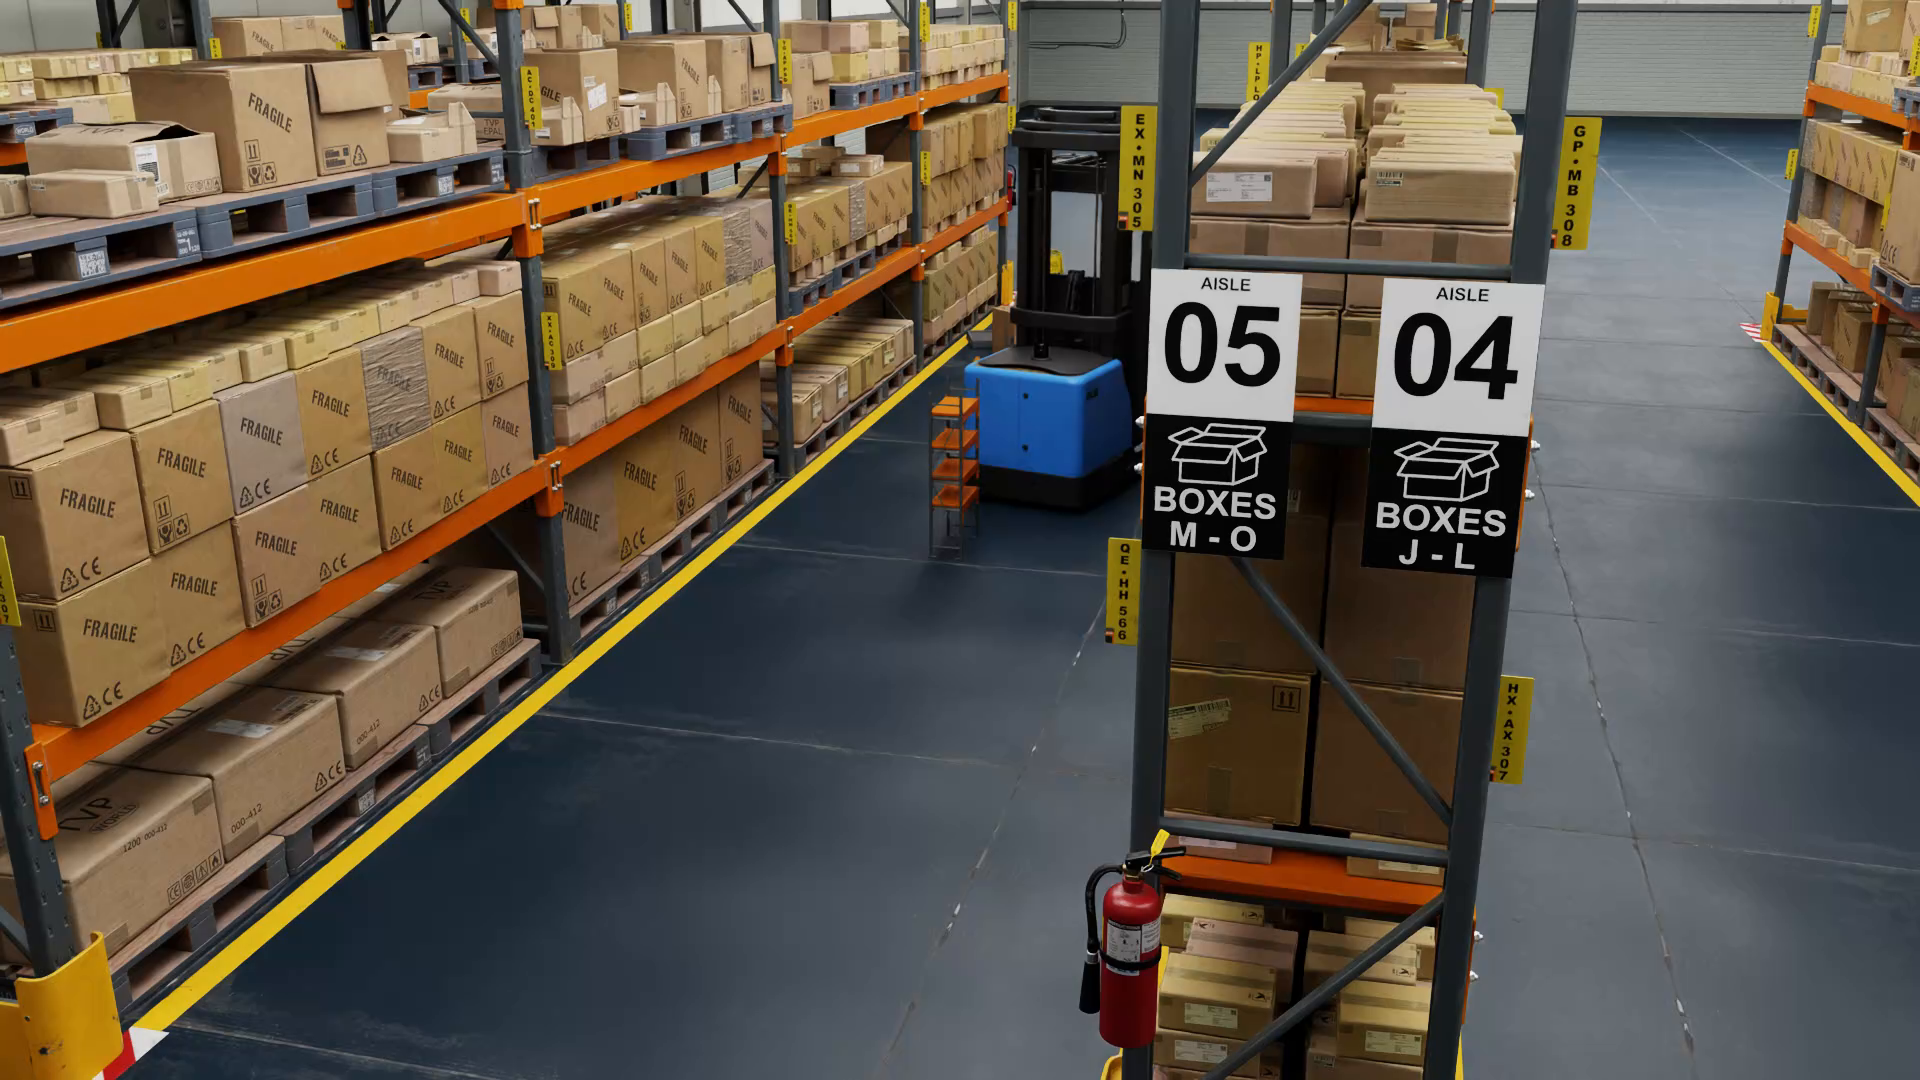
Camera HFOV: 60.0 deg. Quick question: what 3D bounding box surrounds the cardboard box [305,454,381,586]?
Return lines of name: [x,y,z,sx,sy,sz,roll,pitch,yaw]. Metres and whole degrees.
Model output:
cardboard box: [-3.076,-0.112,7.721,0.500,0.500,0.500,5,20,15]

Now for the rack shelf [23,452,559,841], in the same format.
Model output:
rack shelf: [-3.327,0.253,7.918,1.077,0.370,4.000,5,19,13]

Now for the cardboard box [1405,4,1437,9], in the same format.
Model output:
cardboard box: [5.040,-5.749,18.088,0.380,0.149,0.250,5,19,14]

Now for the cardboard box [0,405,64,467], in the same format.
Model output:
cardboard box: [-3.461,-0.377,5.946,0.380,0.149,0.250,5,20,15]

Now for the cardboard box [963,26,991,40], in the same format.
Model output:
cardboard box: [0.152,-5.864,19.231,0.380,0.149,0.250,4,19,13]

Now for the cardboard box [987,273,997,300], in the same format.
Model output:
cardboard box: [0.151,-3.090,20.199,0.500,0.250,0.500,5,19,13]

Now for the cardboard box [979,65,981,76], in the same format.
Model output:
cardboard box: [0.024,-5.406,19.123,0.380,0.149,0.250,5,19,14]

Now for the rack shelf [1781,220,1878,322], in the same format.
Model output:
rack shelf: [9.214,-2.725,16.638,1.077,0.370,4.000,5,19,13]

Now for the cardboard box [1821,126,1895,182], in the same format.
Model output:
cardboard box: [9.055,-3.890,16.773,0.500,0.500,0.500,5,19,13]

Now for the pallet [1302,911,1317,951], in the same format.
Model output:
pallet: [1.560,1.562,7.288,1.003,0.211,1.213,5,19,13]

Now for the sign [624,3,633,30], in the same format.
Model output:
sign: [-4.198,-6.620,21.040,0.100,0.325,0.005,5,19,13]

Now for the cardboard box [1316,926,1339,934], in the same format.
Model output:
cardboard box: [1.625,1.585,6.668,0.380,0.149,0.250,5,19,14]

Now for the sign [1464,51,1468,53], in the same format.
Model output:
sign: [3.489,-3.229,11.560,0.100,0.325,0.005,5,19,13]

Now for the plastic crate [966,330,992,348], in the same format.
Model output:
plastic crate: [0.295,-2.267,18.701,0.402,0.080,0.583,-2,19,-6]

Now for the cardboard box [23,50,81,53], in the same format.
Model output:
cardboard box: [-7.183,-3.788,13.153,0.380,0.149,0.250,5,19,13]

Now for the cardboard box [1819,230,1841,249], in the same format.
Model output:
cardboard box: [8.942,-3.041,16.838,0.380,0.149,0.250,5,19,13]

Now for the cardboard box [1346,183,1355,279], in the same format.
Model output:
cardboard box: [0.998,-1.011,5.324,0.500,0.250,0.500,4,19,12]

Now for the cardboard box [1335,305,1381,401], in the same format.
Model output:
cardboard box: [1.366,-0.570,4.807,0.500,0.250,0.500,5,20,15]

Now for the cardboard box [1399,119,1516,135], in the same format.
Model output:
cardboard box: [1.703,-1.356,5.719,0.380,0.149,0.250,5,20,15]

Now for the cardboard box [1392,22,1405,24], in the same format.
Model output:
cardboard box: [4.576,-5.045,16.644,0.500,0.250,0.500,4,19,13]

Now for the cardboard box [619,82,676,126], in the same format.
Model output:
cardboard box: [-2.053,-2.814,10.702,0.396,0.266,0.258,6,20,18]

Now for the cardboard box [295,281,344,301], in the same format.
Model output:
cardboard box: [-3.356,-1.225,8.428,0.380,0.149,0.250,5,19,13]

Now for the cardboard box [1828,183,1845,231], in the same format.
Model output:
cardboard box: [9.372,-3.391,16.859,0.875,0.500,0.500,5,19,13]

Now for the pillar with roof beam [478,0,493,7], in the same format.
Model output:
pillar with roof beam: [-1.590,-7.218,19.397,9.100,9.000,0.400,5,19,13]

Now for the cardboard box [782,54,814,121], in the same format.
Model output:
cardboard box: [-1.620,-3.731,13.674,0.700,0.500,0.500,5,19,13]

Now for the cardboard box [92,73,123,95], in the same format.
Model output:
cardboard box: [-6.718,-3.524,12.839,0.380,0.149,0.250,5,19,13]

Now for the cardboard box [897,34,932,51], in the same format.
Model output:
cardboard box: [-0.490,-4.972,16.619,0.380,0.149,0.250,4,19,12]

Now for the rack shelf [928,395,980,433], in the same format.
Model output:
rack shelf: [-0.040,-0.888,11.715,0.258,0.148,0.480,5,19,13]

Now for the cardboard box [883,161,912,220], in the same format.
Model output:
cardboard box: [-0.774,-3.445,16.369,0.500,0.500,0.500,4,19,12]

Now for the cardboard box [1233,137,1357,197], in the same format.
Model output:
cardboard box: [1.022,-1.152,5.121,0.380,0.149,0.250,4,19,12]

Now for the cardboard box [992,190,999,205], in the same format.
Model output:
cardboard box: [0.255,-4.134,20.039,0.380,0.149,0.250,4,19,13]

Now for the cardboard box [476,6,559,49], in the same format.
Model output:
cardboard box: [-5.120,-5.929,19.300,0.797,0.503,0.637,5,20,15]

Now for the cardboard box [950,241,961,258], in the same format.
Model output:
cardboard box: [-0.202,-3.225,18.428,0.380,0.149,0.250,6,20,17]

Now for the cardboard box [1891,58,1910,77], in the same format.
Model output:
cardboard box: [8.656,-4.263,15.001,0.380,0.149,0.250,4,19,11]

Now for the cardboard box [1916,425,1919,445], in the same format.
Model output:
cardboard box: [8.284,-0.950,13.514,0.700,0.500,0.500,3,19,9]

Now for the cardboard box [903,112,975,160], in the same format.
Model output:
cardboard box: [-0.232,-4.488,18.523,0.700,0.500,0.500,5,19,13]

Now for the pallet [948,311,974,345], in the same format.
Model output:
pallet: [-0.458,-2.499,19.176,1.003,0.211,1.213,5,19,13]

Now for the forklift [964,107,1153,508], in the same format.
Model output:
forklift: [1.147,-2.063,13.692,1.130,2.935,3.031,10,21,26]

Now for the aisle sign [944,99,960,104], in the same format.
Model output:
aisle sign: [-0.192,-5.749,20.357,0.394,0.787,0.004,5,19,13]

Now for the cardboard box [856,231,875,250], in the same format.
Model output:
cardboard box: [-1.005,-2.800,15.482,0.380,0.149,0.250,5,19,13]

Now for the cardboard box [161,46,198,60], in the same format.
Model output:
cardboard box: [-6.747,-4.200,14.631,0.500,0.250,0.500,5,19,13]

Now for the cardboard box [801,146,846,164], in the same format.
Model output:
cardboard box: [-1.342,-3.796,16.391,0.380,0.149,0.250,5,19,13]

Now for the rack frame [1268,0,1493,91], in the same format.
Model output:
rack frame: [1.986,-3.194,7.616,1.000,3.000,0.127,5,19,13]

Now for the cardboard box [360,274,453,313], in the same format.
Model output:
cardboard box: [-2.845,-1.268,8.555,0.380,0.149,0.250,5,19,13]

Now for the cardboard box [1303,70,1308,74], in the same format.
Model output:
cardboard box: [2.566,-2.917,11.292,0.500,0.500,0.500,5,19,13]

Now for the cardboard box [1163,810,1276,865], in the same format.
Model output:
cardboard box: [0.814,0.893,5.320,0.380,0.149,0.250,5,19,13]

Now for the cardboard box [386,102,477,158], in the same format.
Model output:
cardboard box: [-2.684,-2.090,8.430,0.396,0.266,0.258,5,20,15]

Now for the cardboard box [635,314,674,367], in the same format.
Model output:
cardboard box: [-2.208,-1.317,10.861,0.500,0.250,0.500,5,19,14]

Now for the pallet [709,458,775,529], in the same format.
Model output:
pallet: [-2.127,-0.407,13.052,1.003,0.211,1.213,5,19,13]

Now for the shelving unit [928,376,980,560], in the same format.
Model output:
shelving unit: [-0.040,-0.516,11.842,0.258,1.200,0.503,5,19,13]

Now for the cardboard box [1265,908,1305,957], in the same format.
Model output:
cardboard box: [1.152,1.482,6.510,0.380,0.149,0.250,4,19,13]

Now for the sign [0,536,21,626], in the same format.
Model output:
sign: [-3.279,0.138,5.680,0.100,0.325,0.005,5,19,13]

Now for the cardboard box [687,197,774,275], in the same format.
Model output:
cardboard box: [-1.734,-2.305,12.595,0.500,0.500,0.500,4,19,12]

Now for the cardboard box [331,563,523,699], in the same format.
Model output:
cardboard box: [-3.096,0.488,9.432,0.875,0.438,0.875,4,19,13]

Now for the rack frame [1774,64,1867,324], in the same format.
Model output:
rack frame: [9.703,-3.692,18.357,1.000,3.000,0.127,5,19,13]

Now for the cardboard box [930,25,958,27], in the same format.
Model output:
cardboard box: [-0.238,-5.978,19.562,0.380,0.149,0.250,5,19,13]
